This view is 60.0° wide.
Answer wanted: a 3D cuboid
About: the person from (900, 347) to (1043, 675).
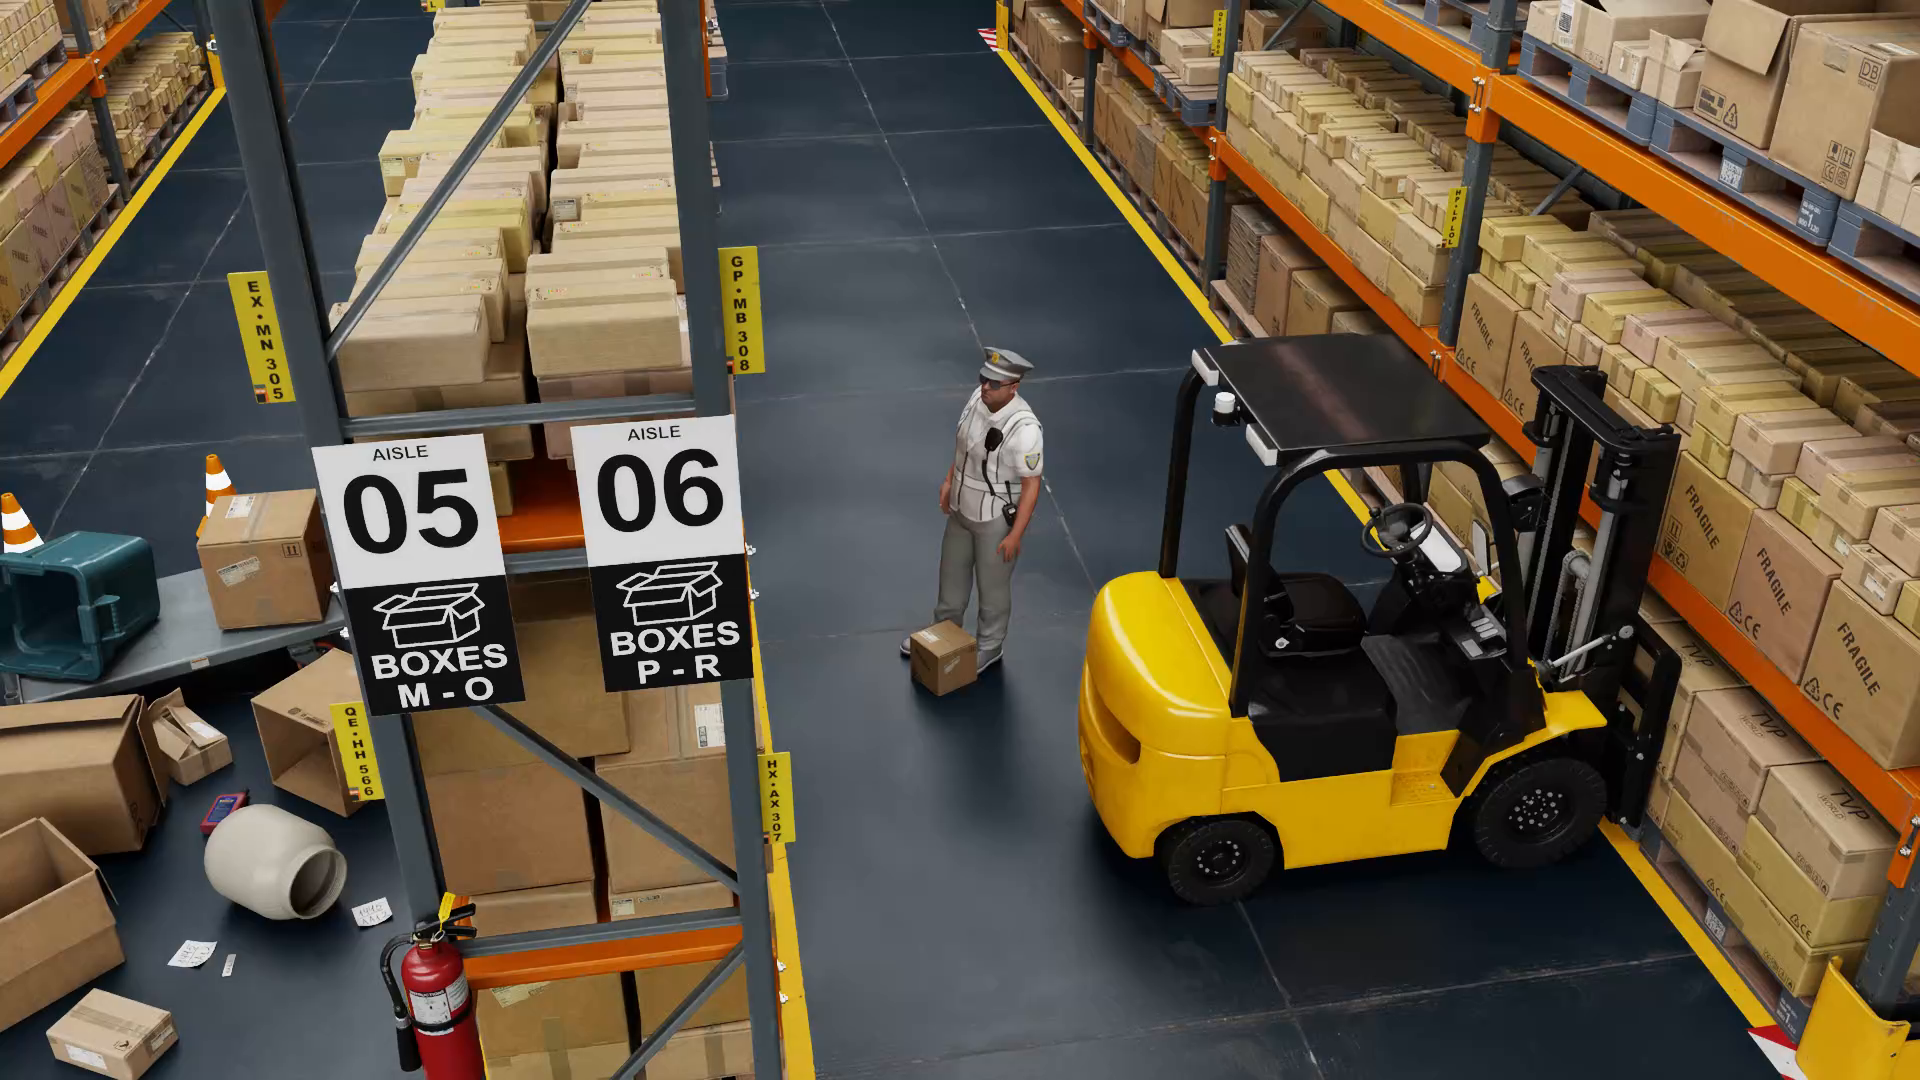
[{"bbox_3d":[0.072,-0.136,8.315,0.574,1.780,0.640,-19,36,-29],"label":"person"}]
